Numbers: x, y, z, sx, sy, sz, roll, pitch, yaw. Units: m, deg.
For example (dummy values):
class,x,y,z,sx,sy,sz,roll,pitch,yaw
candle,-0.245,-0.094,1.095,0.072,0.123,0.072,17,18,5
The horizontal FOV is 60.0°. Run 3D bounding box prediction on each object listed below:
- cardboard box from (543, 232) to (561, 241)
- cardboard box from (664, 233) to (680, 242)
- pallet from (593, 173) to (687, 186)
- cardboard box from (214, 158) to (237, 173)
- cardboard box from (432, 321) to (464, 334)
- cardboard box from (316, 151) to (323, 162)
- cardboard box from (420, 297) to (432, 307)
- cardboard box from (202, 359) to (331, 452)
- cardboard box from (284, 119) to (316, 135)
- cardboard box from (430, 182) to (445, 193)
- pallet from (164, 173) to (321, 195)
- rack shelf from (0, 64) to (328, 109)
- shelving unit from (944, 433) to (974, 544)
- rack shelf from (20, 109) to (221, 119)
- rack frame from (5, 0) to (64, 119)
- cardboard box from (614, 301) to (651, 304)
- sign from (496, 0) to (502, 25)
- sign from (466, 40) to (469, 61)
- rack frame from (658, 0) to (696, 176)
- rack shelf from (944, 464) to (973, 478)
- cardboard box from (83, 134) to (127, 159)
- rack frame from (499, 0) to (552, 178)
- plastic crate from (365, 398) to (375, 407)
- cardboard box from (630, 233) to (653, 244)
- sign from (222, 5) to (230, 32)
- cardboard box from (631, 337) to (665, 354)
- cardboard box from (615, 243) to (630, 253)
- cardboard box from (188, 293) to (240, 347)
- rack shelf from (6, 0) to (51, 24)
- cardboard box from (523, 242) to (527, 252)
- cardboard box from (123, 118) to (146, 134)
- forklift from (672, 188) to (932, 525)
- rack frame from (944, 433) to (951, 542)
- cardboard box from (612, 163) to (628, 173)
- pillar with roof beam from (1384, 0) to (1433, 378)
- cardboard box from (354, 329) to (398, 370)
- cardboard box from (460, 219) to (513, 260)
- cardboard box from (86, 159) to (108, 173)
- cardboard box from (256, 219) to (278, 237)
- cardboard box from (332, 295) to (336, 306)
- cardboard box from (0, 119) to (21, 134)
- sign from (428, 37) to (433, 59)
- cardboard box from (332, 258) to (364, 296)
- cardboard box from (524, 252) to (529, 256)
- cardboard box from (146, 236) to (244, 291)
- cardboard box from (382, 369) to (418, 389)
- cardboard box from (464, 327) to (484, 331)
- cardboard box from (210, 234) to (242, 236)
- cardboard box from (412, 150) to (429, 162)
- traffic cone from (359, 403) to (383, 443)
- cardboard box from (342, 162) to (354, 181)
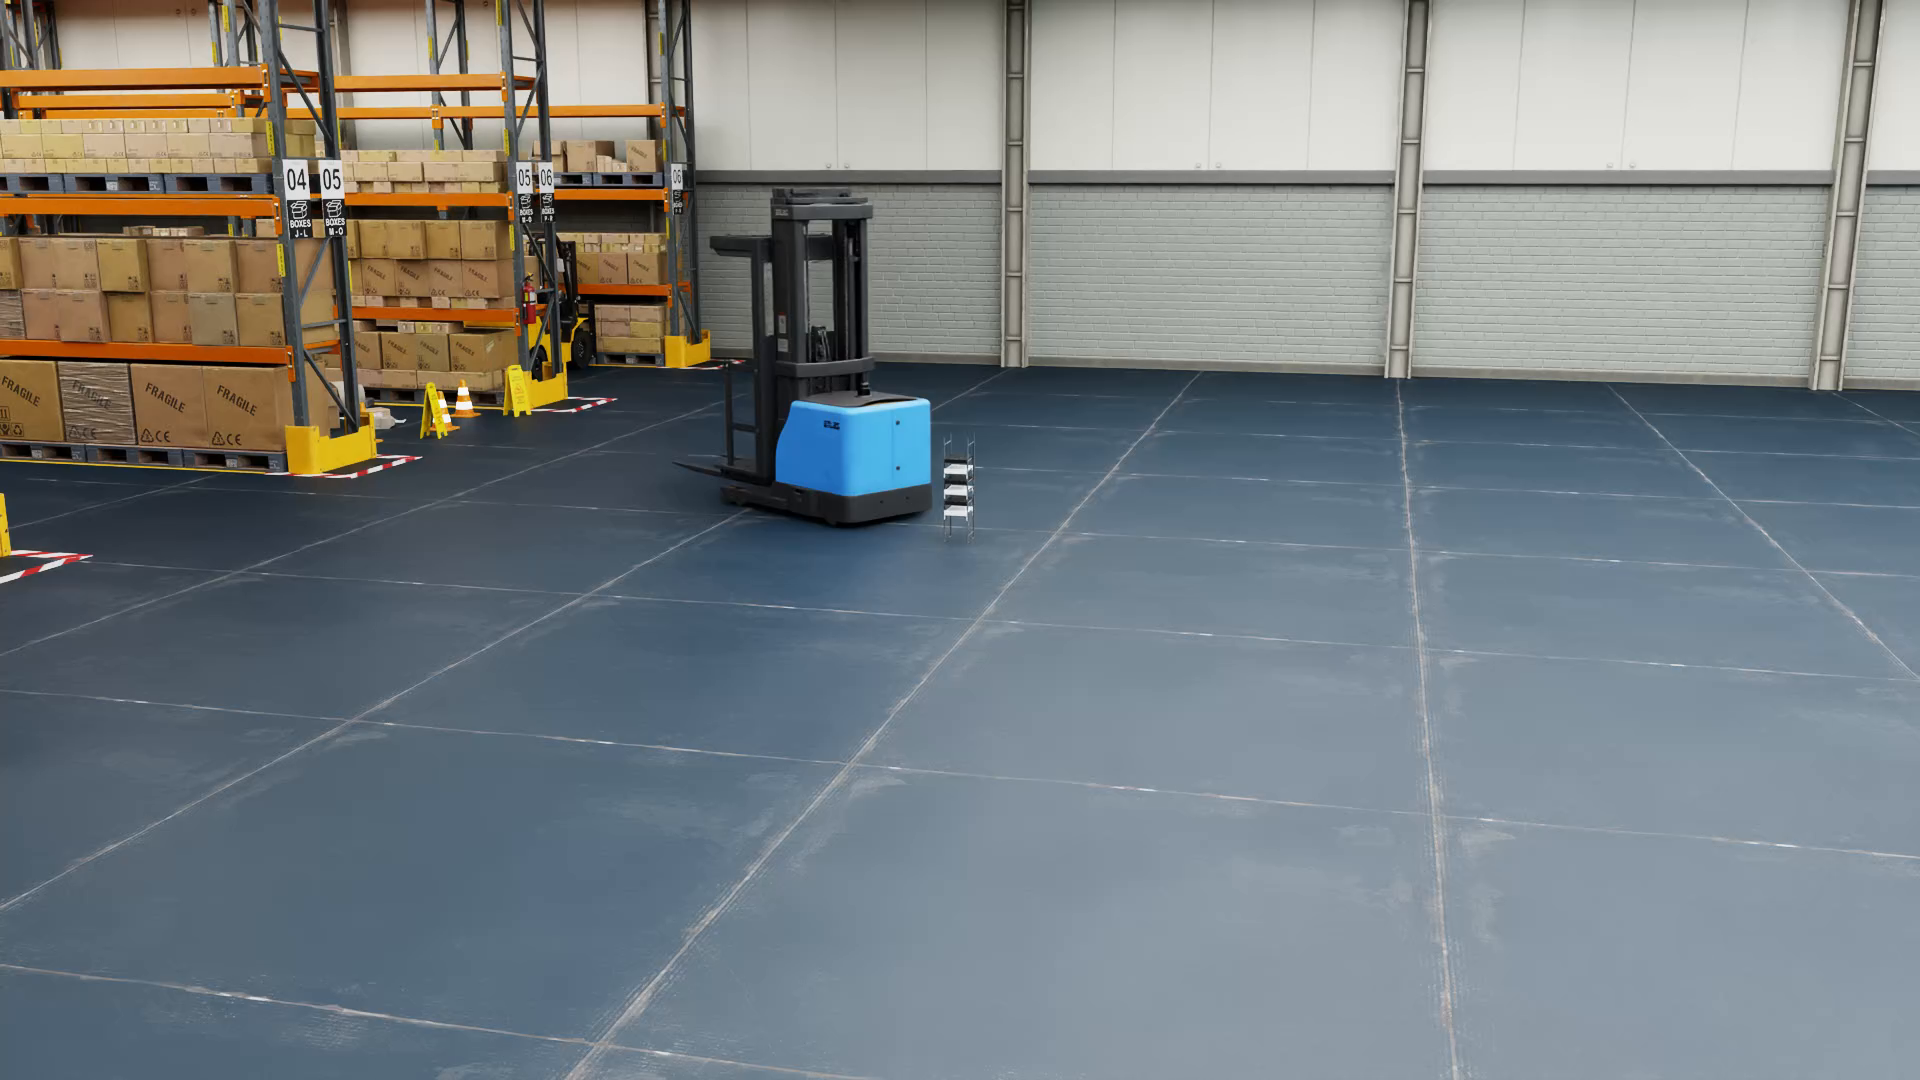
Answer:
class,x,y,z,sx,sy,sz,roll,pitch,yaw
cardboard box,-6.608,-4.944,27.177,0.250,0.149,0.380,3,13,14
cardboard box,-4.754,-4.937,27.146,0.250,0.149,0.380,3,13,12
pallet,-5.159,-5.827,26.853,1.213,0.211,1.003,3,13,14
cardboard box,-7.401,-3.829,17.019,0.250,0.149,0.380,3,13,14
cardboard box,-6.878,-2.857,22.336,0.250,0.149,0.380,3,13,15
cardboard box,-8.558,-5.131,22.251,0.250,0.149,0.380,3,13,13
cardboard box,-7.068,-3.229,22.443,0.250,0.149,0.380,3,13,14
cardboard box,-7.427,-1.463,17.838,0.875,0.875,0.875,3,13,14
cardboard box,-7.001,-4.343,17.496,0.250,0.149,0.380,3,13,14
cardboard box,-6.807,-4.676,22.037,0.250,0.149,0.380,3,13,14
pallet,-7.475,-3.731,17.405,1.213,0.211,1.003,3,13,14
rack shelf,-8.694,-4.760,17.496,4.000,0.370,1.077,3,13,14
shelving unit,-0.008,-0.440,14.138,0.210,0.900,0.258,3,13,14
rack shelf,-14.188,-7.265,28.789,4.000,0.370,1.077,3,13,14
rack frame,-16.130,-7.915,29.135,0.127,3.000,1.000,3,13,14
cardboard box,-5.386,-3.805,27.527,0.500,0.250,0.500,3,13,14
sign,-5.818,-6.666,20.983,0.005,0.325,0.100,3,13,14
sign,-8.206,-8.149,27.666,0.005,0.325,0.100,3,13,14
rack frame,-4.479,-7.293,26.328,0.127,3.000,1.000,3,13,14
rack shelf,-0.008,-0.583,14.106,0.200,0.077,0.258,3,13,14
cardboard box,-8.757,-4.109,17.364,0.500,0.250,0.500,3,13,14
rack frame,-5.665,-6.249,21.623,0.127,3.000,1.000,3,13,14
plastic crate,-8.221,-1.848,22.380,0.583,0.080,0.402,-1,13,-6
cardboard box,-5.124,-4.855,26.777,0.250,0.149,0.380,3,13,14
sign,-9.676,-6.873,21.913,0.005,0.325,0.100,3,13,14
cardboard box,-5.011,-3.185,27.041,0.500,0.250,0.500,3,13,14
cardboard box,-5.375,-4.722,26.863,0.250,0.149,0.380,3,13,15
cardboard box,-7.663,-2.381,17.693,0.550,0.550,0.875,3,13,14
rack shelf,-18.071,-9.291,29.321,4.000,0.370,1.077,3,13,14
cardboard box,-7.129,-4.802,27.224,0.250,0.149,0.380,3,13,13
cardboard box,-8.395,-4.271,17.172,0.250,0.149,0.380,3,13,13
forklift,-1.628,-1.814,15.645,1.130,2.935,3.031,-12,17,-42
rack frame,-0.107,-0.445,14.162,0.006,0.900,0.240,3,13,14
cardboard box,-5.356,-5.939,26.530,0.250,0.149,0.380,3,13,12
pillar with roof beam,5.680,-5.990,20.458,0.400,9.000,9.100,3,13,14
cardboard box,-8.015,-2.616,22.748,0.500,0.500,0.500,4,13,16
cardboard box,-6.213,-3.983,22.034,0.500,0.500,0.700,3,13,12
cardboard box,-8.887,-3.908,17.376,0.250,0.149,0.380,3,13,14
cardboard box,-9.173,-4.141,22.748,0.500,0.500,0.700,3,13,13
cardboard box,-8.565,-3.291,22.724,0.250,0.149,0.380,3,13,15
cardboard box,-9.871,-4.350,17.527,0.250,0.149,0.380,3,13,13
sign,-8.481,-7.880,26.637,0.005,0.325,0.100,3,13,14
cardboard box,-8.211,-3.590,22.573,0.500,0.500,0.500,3,13,13
cardboard box,-6.993,-4.493,27.328,0.500,0.500,0.500,3,13,13
cardboard box,-8.171,-2.968,17.848,0.550,0.550,0.875,3,13,14
cardboard box,-7.525,-2.223,22.705,0.500,0.250,0.500,3,13,12
cardboard box,-6.914,-2.676,23.018,0.500,0.500,0.500,3,13,11
cardboard box,-12.708,-5.093,29.062,0.500,0.500,0.500,4,13,16
cardboard box,-7.027,-5.076,21.999,0.250,0.149,0.380,3,13,14
traffic cone,-6.928,-1.361,19.302,0.334,0.463,0.336,3,13,14
cardboard box,-8.201,-4.930,22.263,0.500,0.250,0.500,3,13,14
